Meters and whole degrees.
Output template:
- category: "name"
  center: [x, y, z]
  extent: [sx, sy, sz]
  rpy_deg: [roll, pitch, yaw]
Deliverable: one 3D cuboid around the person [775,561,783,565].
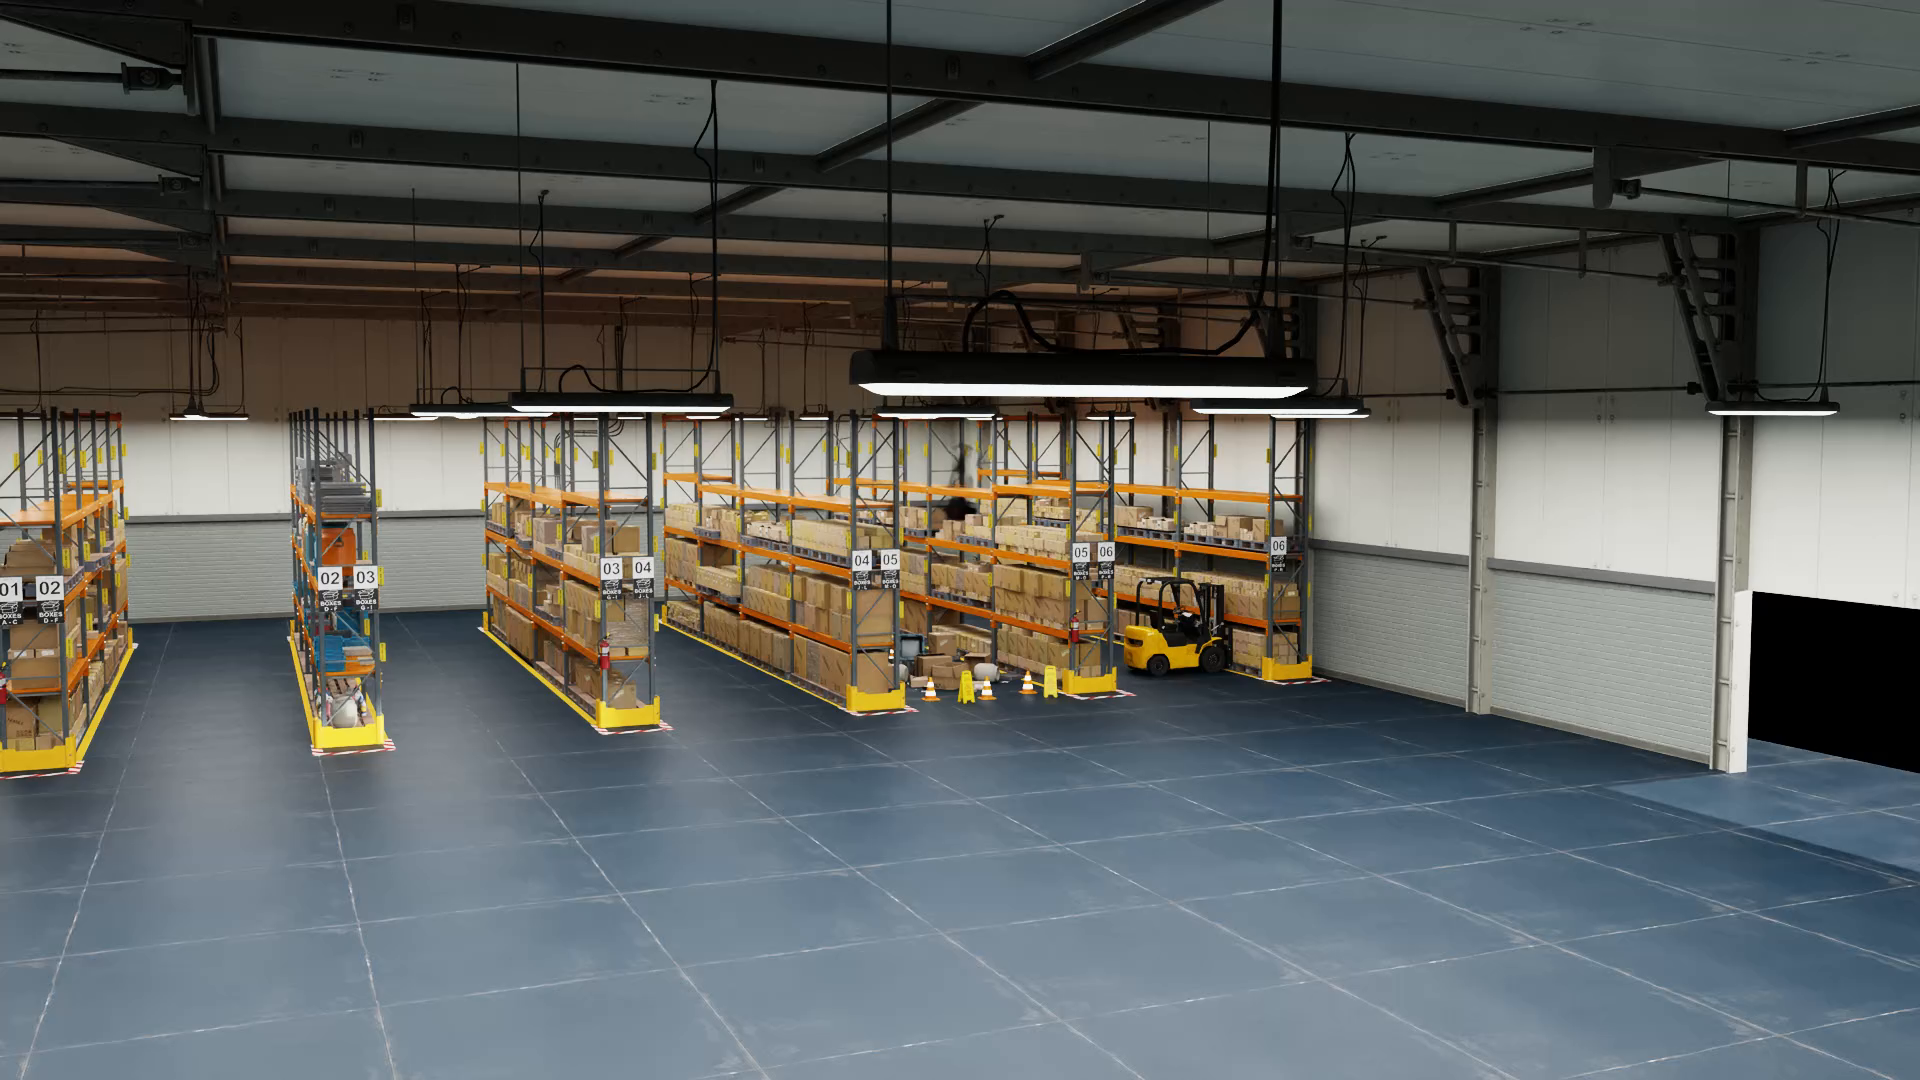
- category: "person"
  center: [-5.287, 1.390, 50.630]
  extent: [0.826, 1.591, 0.693]
  rpy_deg: [-3, 5, -33]
